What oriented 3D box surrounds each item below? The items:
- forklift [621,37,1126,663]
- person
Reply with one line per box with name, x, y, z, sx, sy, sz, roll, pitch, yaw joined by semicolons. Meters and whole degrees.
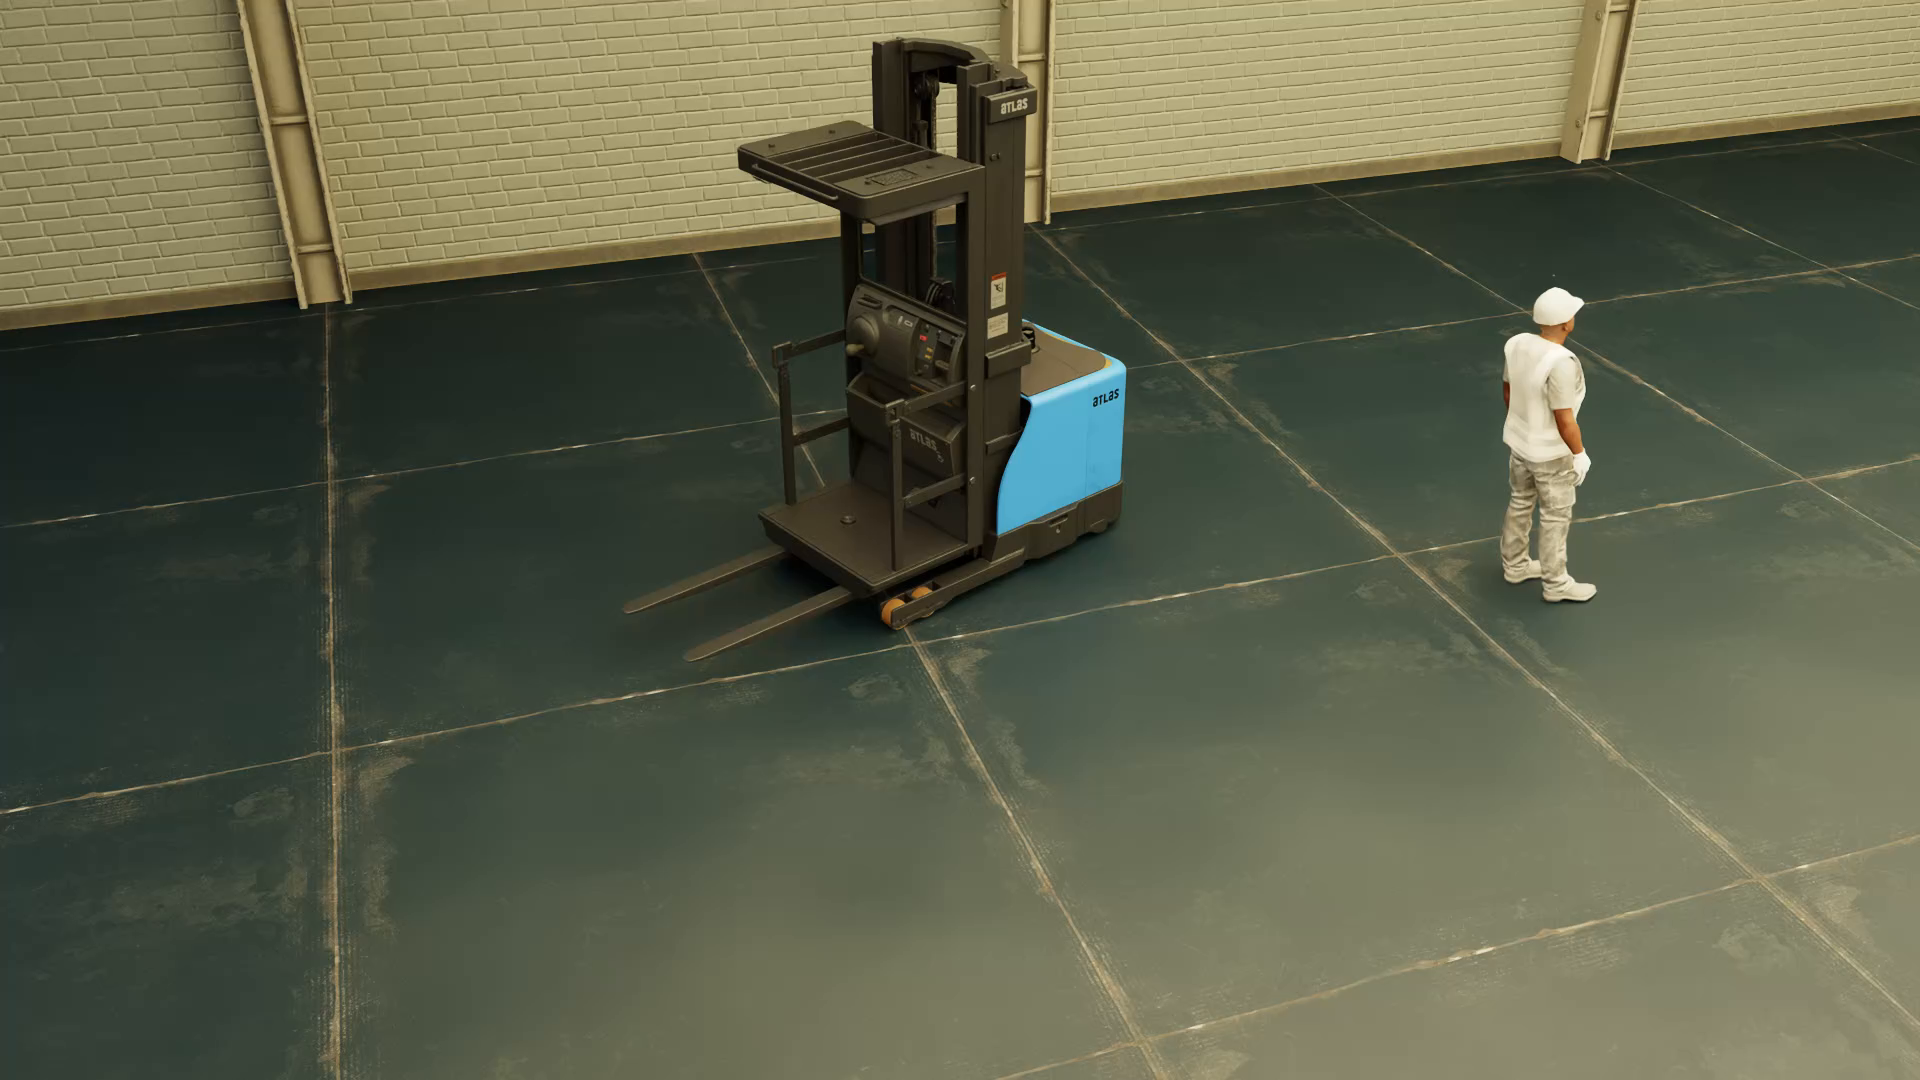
forklift;-0.461;-1.072;8.951;3.031;2.935;1.130;-23;37;-34
person;3.272;-0.541;9.167;0.565;1.785;0.654;-8;31;-14
